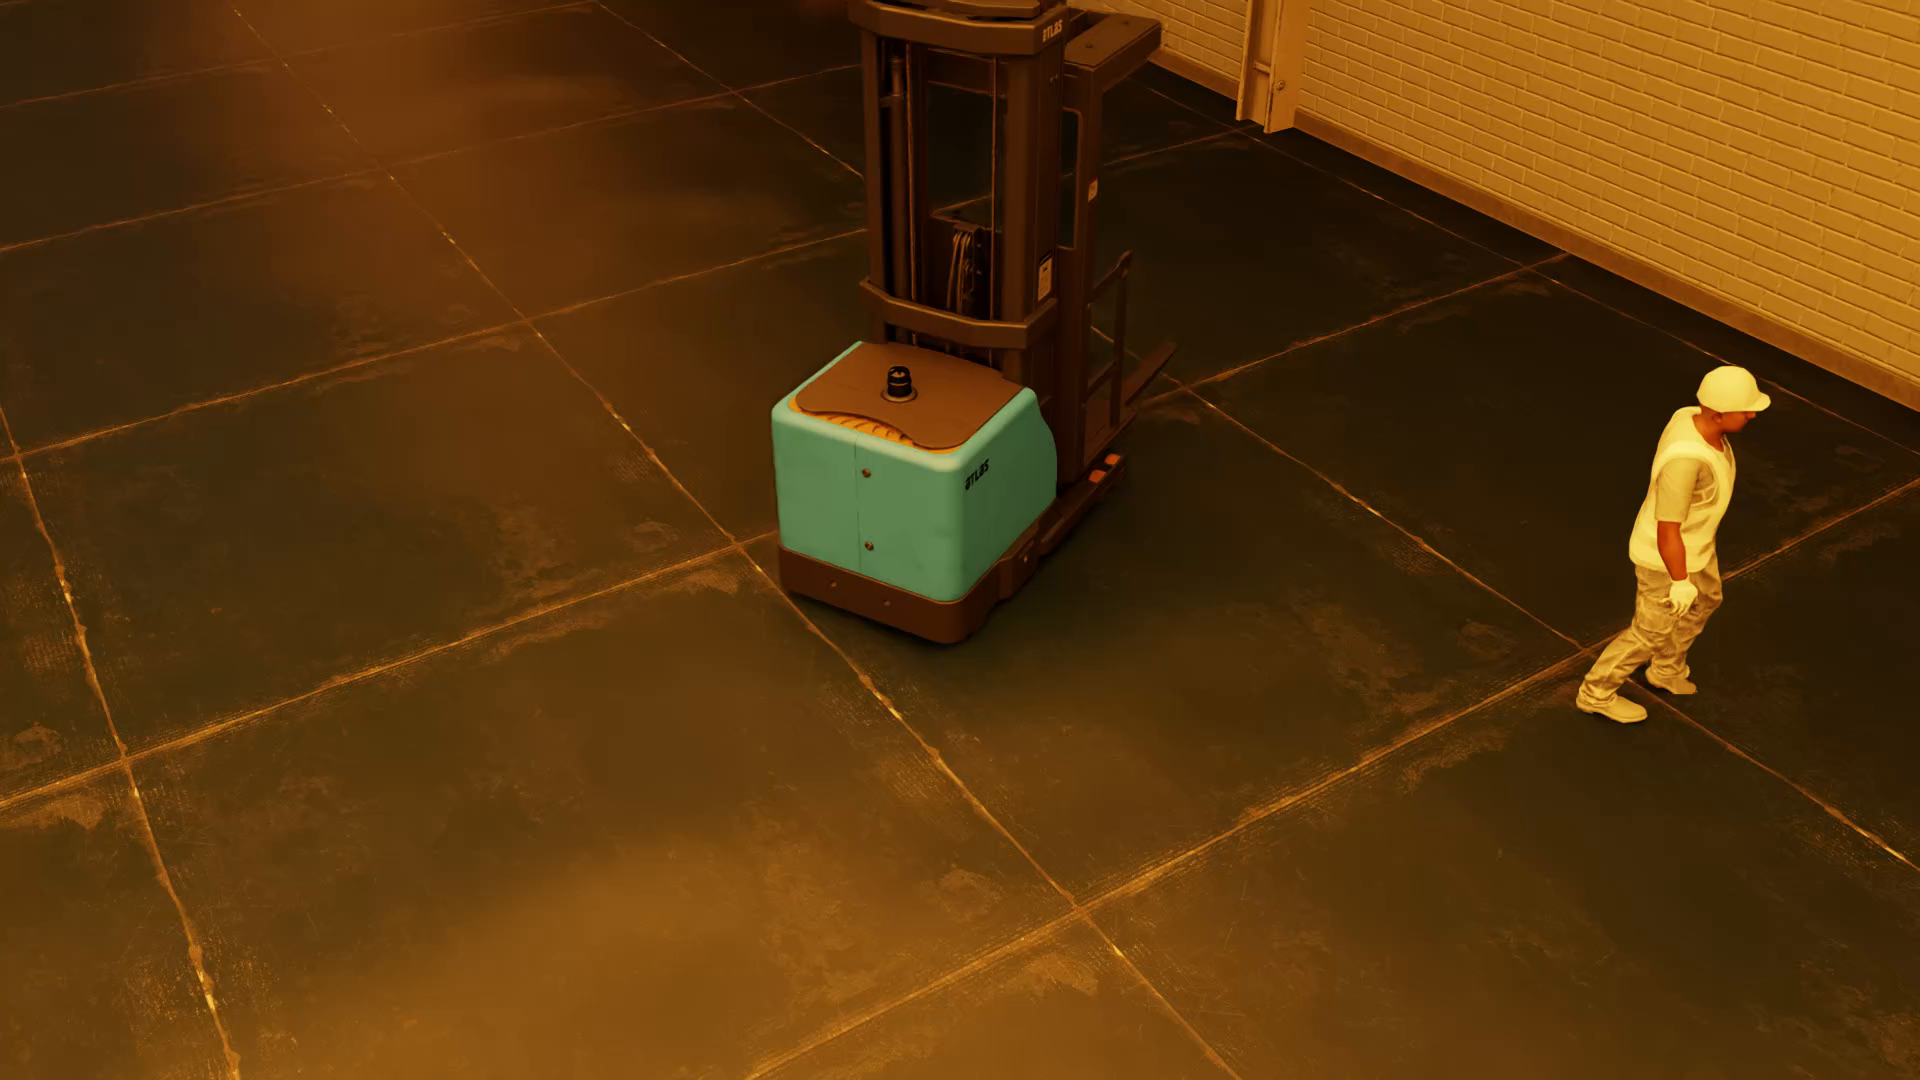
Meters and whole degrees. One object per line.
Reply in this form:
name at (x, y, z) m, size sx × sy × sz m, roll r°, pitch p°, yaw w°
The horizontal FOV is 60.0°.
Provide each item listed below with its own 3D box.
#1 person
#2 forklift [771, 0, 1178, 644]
person at (3.101, 0.071, 7.116) m, size 0.530 × 1.824 × 0.654 m, roll 15°, pitch 38°, yaw 21°
forklift at (0.268, -1.532, 8.328) m, size 1.130 × 2.935 × 3.031 m, roll 18°, pitch 39°, yaw 24°
